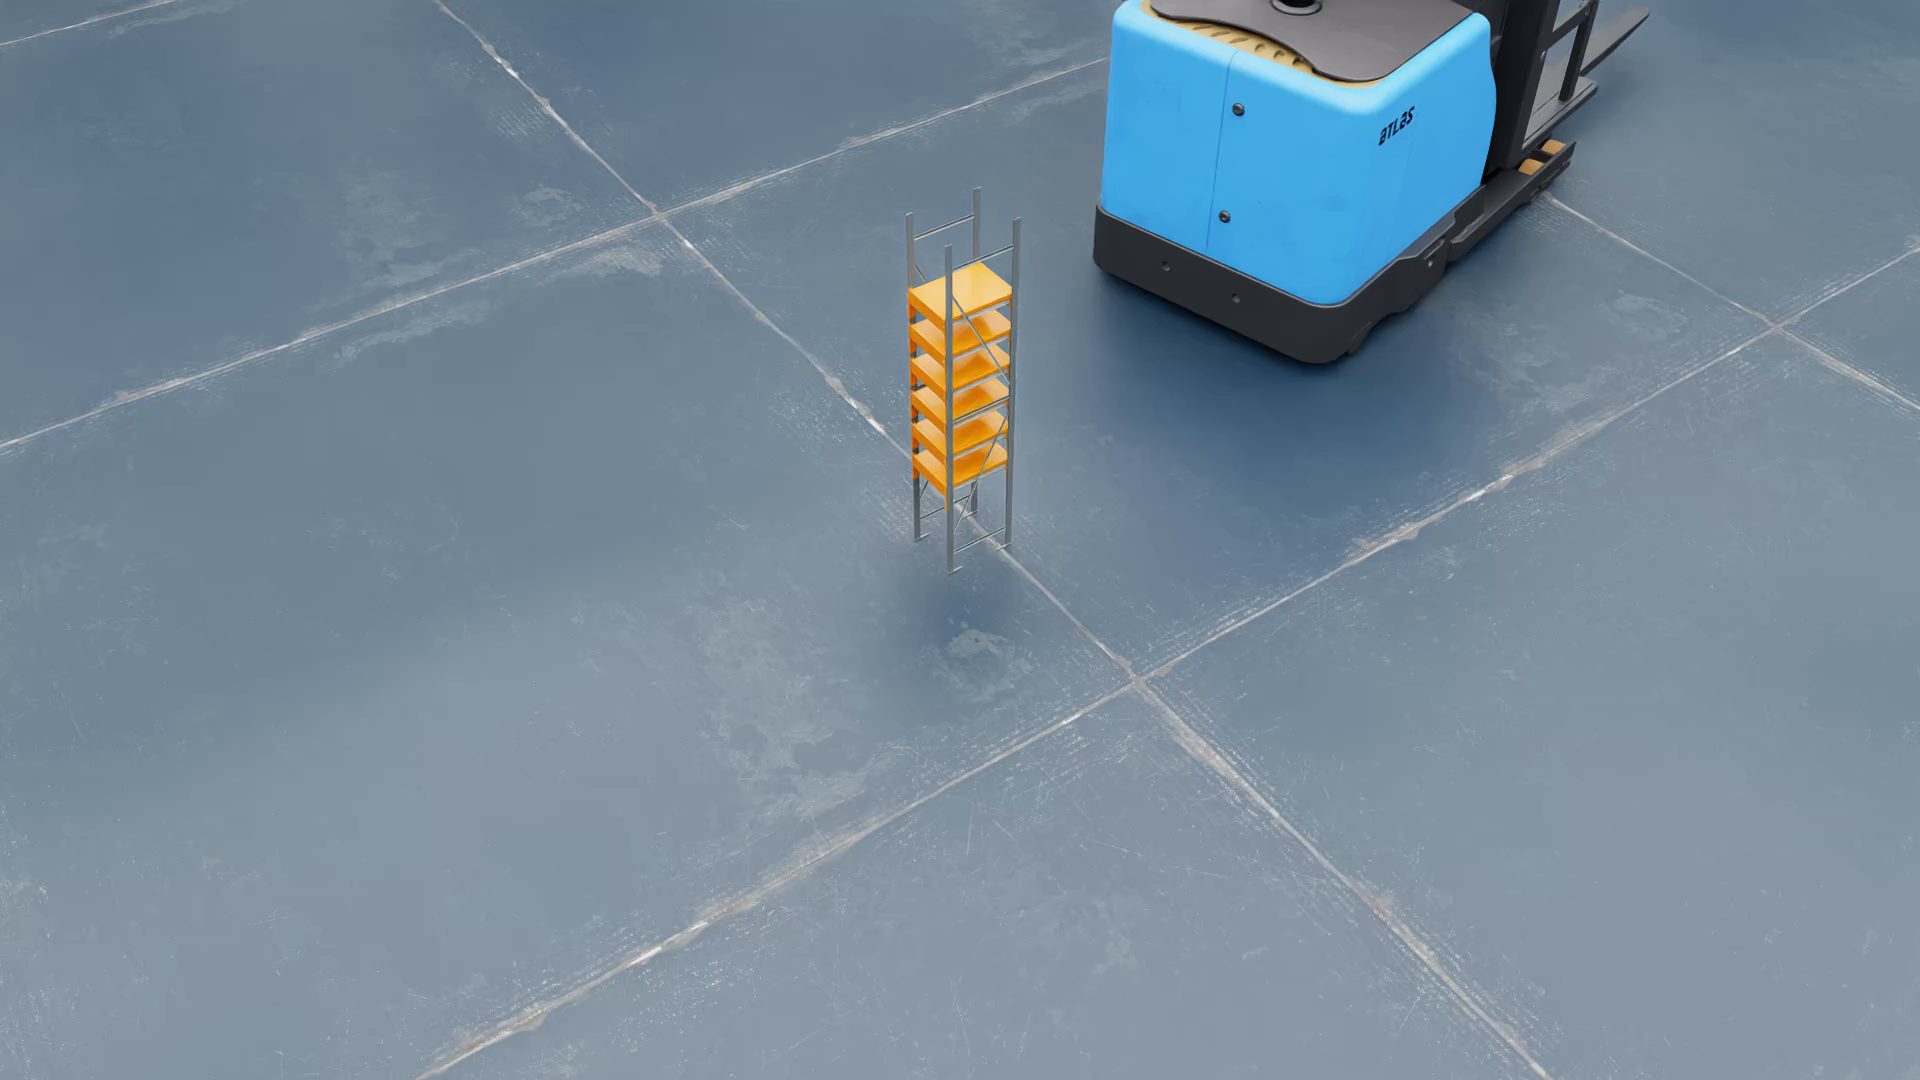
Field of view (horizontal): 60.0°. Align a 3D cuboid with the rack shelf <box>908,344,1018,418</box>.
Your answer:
[{"bbox_3d":[0.008,-0.480,4.775,0.258,0.103,0.180,-26,49,-24],"label":"rack shelf"}]

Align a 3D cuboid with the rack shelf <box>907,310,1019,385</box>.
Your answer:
[{"bbox_3d":[0.008,-0.567,4.692,0.258,0.103,0.180,-26,49,-24],"label":"rack shelf"}]

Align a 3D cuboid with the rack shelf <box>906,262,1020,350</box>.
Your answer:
[{"bbox_3d":[0.008,-0.654,4.609,0.258,0.103,0.180,-26,49,-24],"label":"rack shelf"}]

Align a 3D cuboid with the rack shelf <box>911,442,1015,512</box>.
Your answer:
[{"bbox_3d":[0.008,-0.220,5.024,0.258,0.103,0.180,-26,49,-24],"label":"rack shelf"}]

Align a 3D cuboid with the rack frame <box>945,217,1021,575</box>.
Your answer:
[{"bbox_3d":[0.061,-0.374,4.773,0.240,1.200,0.006,-26,49,-24],"label":"rack frame"}]

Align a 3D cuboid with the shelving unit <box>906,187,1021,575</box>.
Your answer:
[{"bbox_3d":[0.008,-0.426,4.827,0.258,1.200,0.189,-26,49,-24],"label":"shelving unit"}]

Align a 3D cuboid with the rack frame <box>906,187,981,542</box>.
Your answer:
[{"bbox_3d":[-0.044,-0.478,4.881,0.240,1.200,0.006,-26,49,-24],"label":"rack frame"}]

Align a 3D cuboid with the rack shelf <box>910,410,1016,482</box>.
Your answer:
[{"bbox_3d":[0.008,-0.307,4.941,0.258,0.103,0.180,-26,49,-24],"label":"rack shelf"}]

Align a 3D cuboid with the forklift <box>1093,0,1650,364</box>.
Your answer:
[{"bbox_3d":[1.838,-2.621,5.873,1.130,2.935,3.031,31,51,28],"label":"forklift"}]

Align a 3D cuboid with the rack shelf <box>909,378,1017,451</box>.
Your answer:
[{"bbox_3d":[0.008,-0.394,4.858,0.258,0.103,0.180,-26,49,-24],"label":"rack shelf"}]
